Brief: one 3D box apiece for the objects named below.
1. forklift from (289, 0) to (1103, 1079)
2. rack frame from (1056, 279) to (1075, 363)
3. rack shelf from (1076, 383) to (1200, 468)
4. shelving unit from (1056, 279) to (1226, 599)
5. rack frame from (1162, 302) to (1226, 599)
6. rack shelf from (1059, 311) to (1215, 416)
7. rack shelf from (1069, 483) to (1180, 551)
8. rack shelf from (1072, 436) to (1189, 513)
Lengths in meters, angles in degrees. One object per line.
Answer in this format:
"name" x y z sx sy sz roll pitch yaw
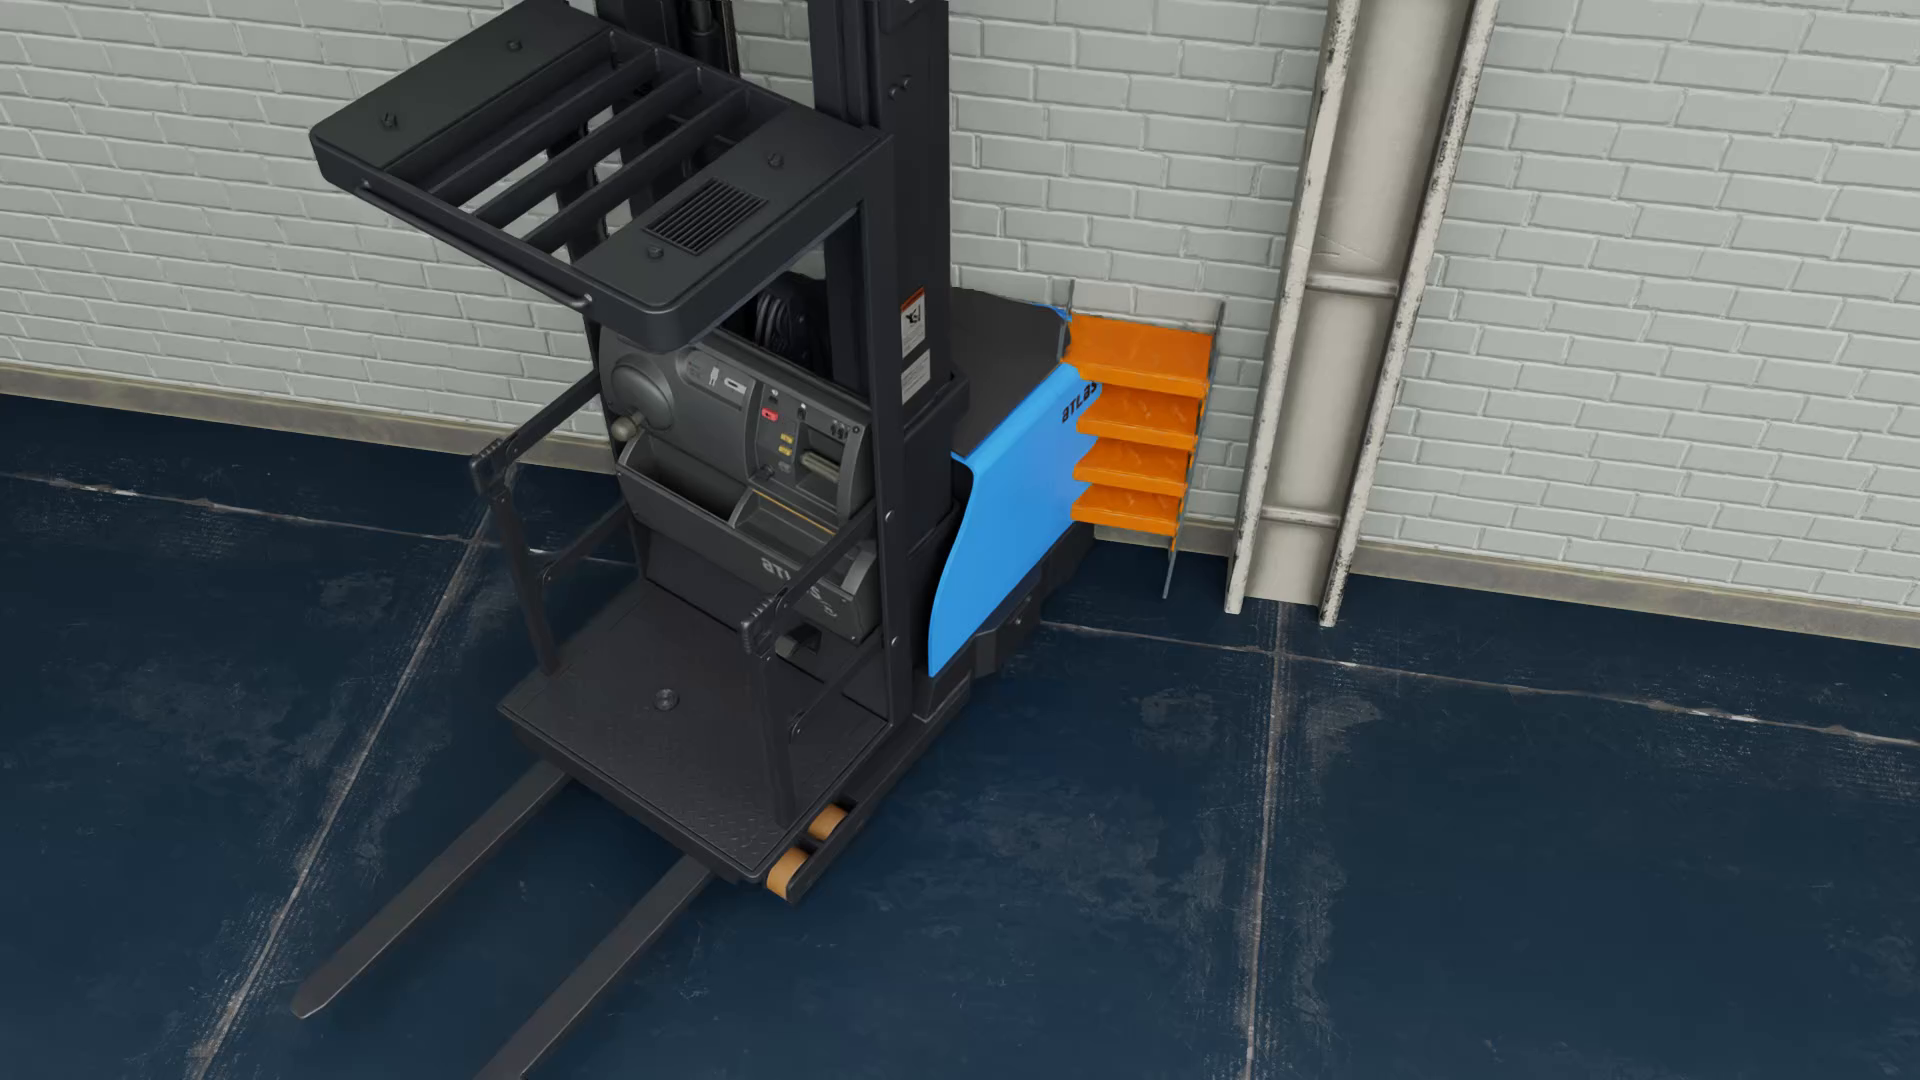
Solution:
"forklift" -0.769 -0.267 4.519 1.130 2.935 3.031 28 54 23
"rack frame" 0.314 -0.354 5.730 0.015 1.200 0.240 9 48 5
"rack shelf" 0.562 -0.419 5.593 0.480 0.148 0.258 9 48 5
"shelving unit" 0.554 -0.315 5.710 0.503 1.200 0.258 9 48 5
"rack frame" 0.794 -0.275 5.689 0.015 1.200 0.240 9 48 5
"rack shelf" 0.573 -0.577 5.418 0.480 0.148 0.258 9 48 5
"rack shelf" 0.542 -0.137 5.907 0.480 0.148 0.258 9 48 5
"rack shelf" 0.551 -0.270 5.760 0.480 0.148 0.258 9 48 5
